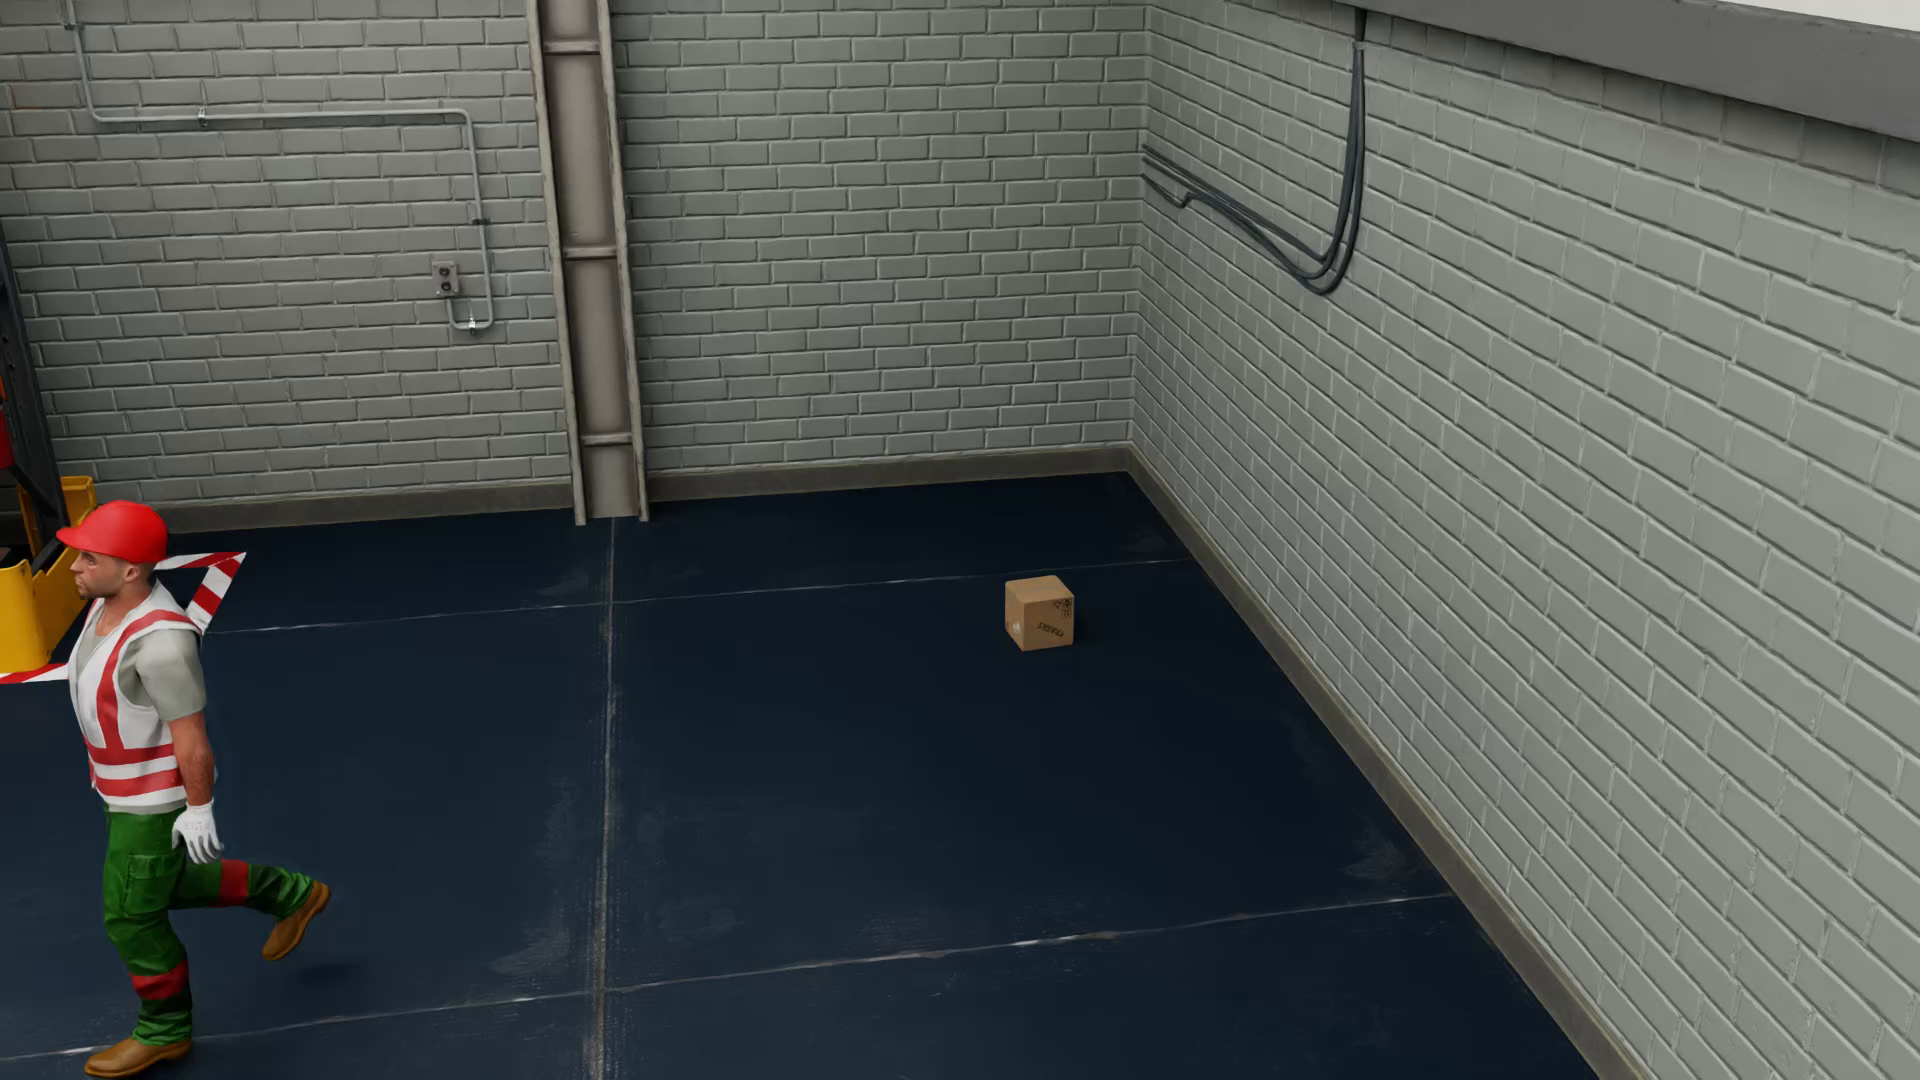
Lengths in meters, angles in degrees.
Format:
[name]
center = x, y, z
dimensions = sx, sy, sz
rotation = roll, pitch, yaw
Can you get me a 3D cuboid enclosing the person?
[person]
center = -2.328, 0.704, 4.906
dimensions = 0.815, 1.766, 0.537
rotation = -18, 29, -36
